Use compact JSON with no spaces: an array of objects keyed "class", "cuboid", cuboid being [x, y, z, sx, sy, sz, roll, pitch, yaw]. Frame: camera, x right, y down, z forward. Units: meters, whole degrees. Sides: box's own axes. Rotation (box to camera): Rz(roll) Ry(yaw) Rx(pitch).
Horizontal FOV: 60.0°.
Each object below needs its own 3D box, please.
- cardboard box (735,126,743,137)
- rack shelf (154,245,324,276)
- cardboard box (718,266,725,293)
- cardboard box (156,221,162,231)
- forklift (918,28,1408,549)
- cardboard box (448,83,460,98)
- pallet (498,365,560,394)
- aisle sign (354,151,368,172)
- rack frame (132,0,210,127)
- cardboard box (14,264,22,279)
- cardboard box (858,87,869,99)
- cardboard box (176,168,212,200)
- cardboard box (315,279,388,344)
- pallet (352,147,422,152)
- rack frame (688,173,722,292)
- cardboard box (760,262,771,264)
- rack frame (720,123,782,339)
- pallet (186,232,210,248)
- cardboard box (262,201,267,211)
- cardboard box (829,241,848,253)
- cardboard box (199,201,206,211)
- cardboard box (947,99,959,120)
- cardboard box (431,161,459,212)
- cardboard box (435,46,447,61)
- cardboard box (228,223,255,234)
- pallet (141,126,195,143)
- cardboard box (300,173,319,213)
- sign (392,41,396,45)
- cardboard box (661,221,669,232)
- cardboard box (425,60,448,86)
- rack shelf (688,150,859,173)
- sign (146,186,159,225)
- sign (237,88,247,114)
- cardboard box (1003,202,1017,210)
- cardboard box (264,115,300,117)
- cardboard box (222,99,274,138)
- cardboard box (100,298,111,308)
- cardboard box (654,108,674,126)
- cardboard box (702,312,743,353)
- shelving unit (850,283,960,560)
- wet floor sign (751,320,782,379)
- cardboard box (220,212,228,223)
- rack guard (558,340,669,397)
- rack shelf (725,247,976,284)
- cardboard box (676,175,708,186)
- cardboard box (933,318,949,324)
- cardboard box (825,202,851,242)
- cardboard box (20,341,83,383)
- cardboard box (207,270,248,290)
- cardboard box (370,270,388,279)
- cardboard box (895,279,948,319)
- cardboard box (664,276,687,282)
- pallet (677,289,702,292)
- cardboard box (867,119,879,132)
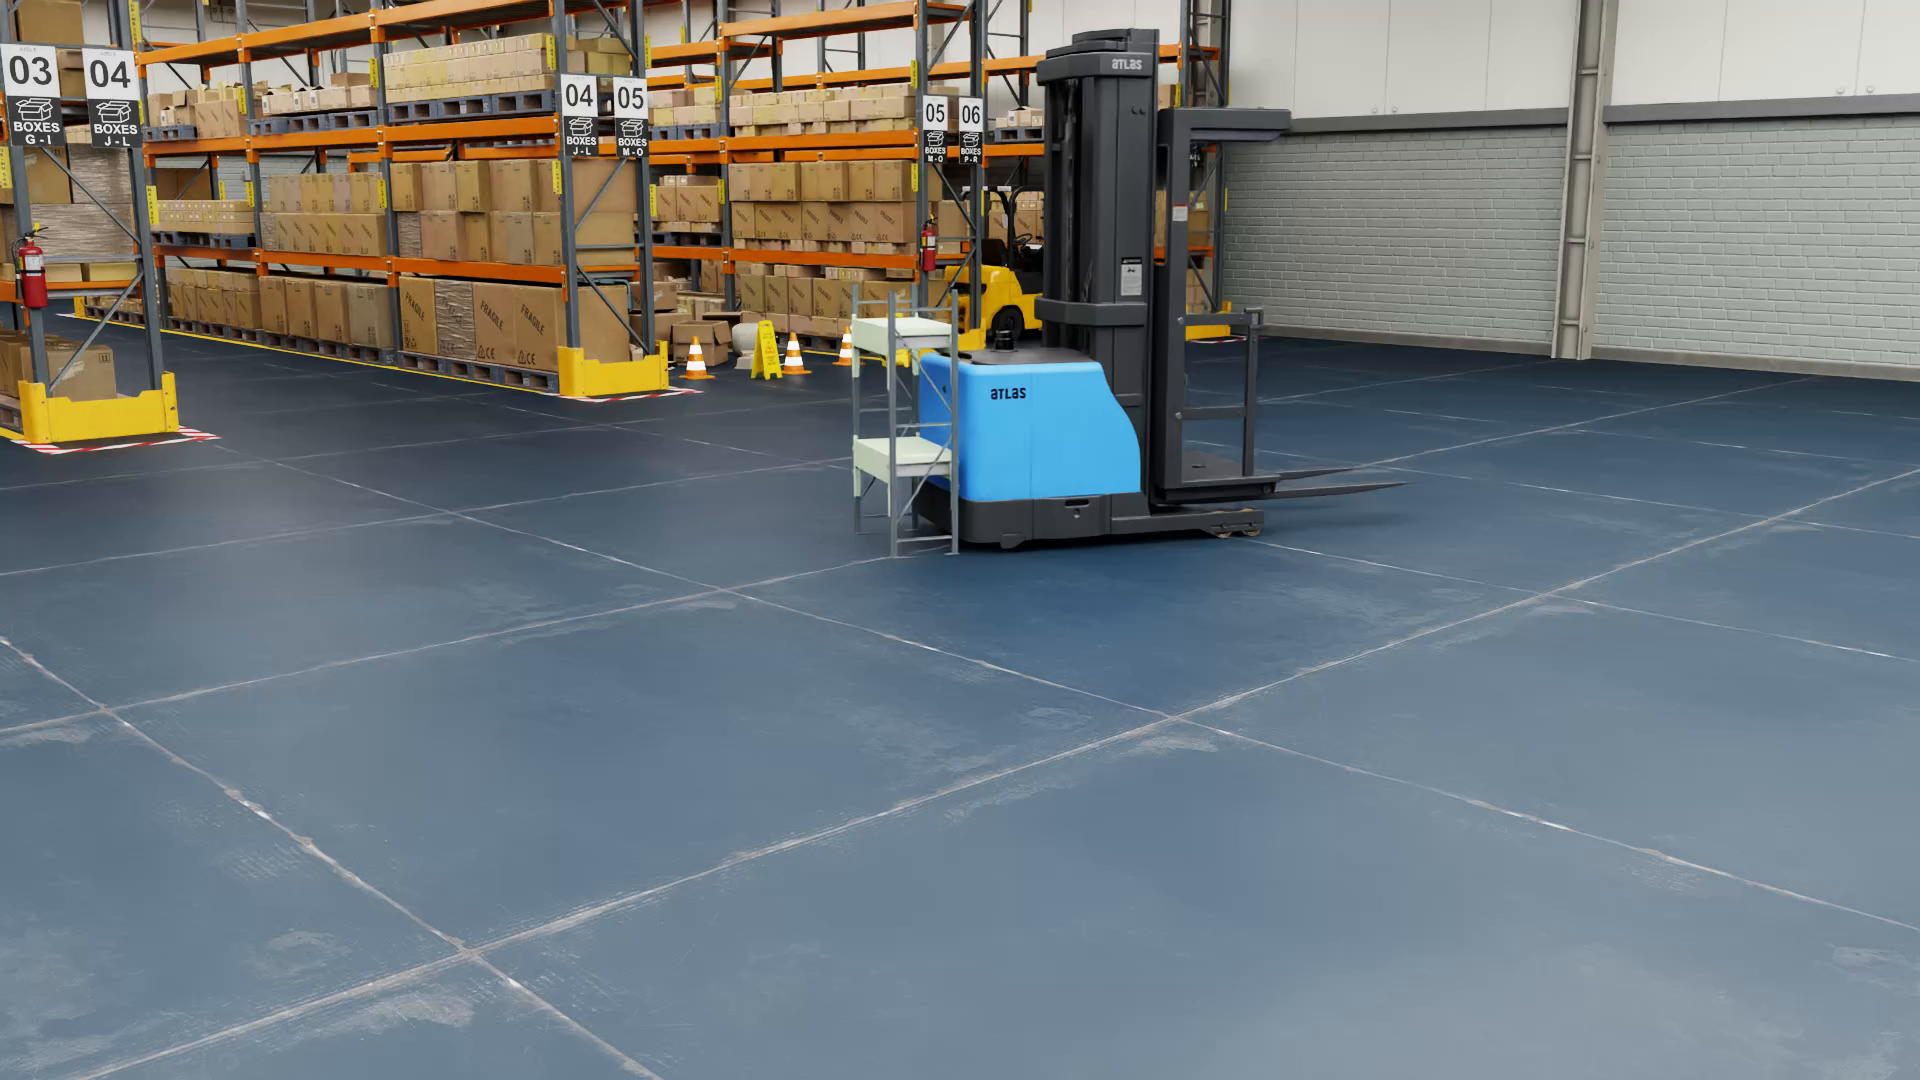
[{"class":"cardboard box","cuboid":[-2.856,-5.588,22.788,0.380,0.149,0.250,-11,16,-43]},{"class":"rack shelf","cuboid":[-10.548,-4.141,24.359,1.077,0.370,4.000,-11,16,-43]},{"class":"cardboard box","cuboid":[-4.286,-4.985,31.828,0.500,0.500,0.500,-11,16,-43]},{"class":"cardboard box","cuboid":[-11.794,-4.706,24.904,0.380,0.149,0.250,-11,16,-42]},{"class":"forklift","cuboid":[1.312,-1.542,10.133,3.031,2.935,1.130,-4,12,-19]},{"class":"cardboard box","cuboid":[-5.349,-4.896,18.141,0.380,0.149,0.250,-11,16,-42]},{"class":"pallet","cuboid":[-4.251,-1.774,17.998,1.003,0.211,1.213,-11,16,-43]},{"class":"aisle sign","cuboid":[-11.441,-7.317,31.549,0.394,0.787,0.004,-11,16,-43]},{"class":"rack frame","cuboid":[-11.929,-7.723,25.098,1.000,3.000,0.127,-11,16,-43]},{"class":"cardboard box","cuboid":[-7.818,-2.284,14.185,0.380,0.149,0.250,-11,16,-43]},{"class":"cardboard box","cuboid":[-1.057,-5.605,20.896,0.380,0.149,0.250,-11,16,-42]},{"class":"cardboard box","cuboid":[-12.065,-5.569,26.047,0.500,0.500,0.500,-10,16,-41]},{"class":"cardboard box","cuboid":[-7.562,-2.941,21.286,1.050,0.750,0.750,-11,16,-43]},{"class":"pallet","cuboid":[-10.662,-7.392,31.144,1.003,0.211,1.213,-11,16,-43]},{"class":"rack frame","cuboid":[-4.832,-6.182,32.483,1.000,3.000,0.127,-11,16,-43]},{"class":"cardboard box","cuboid":[-3.489,-5.131,30.931,0.250,0.149,0.380,11,16,42]},{"class":"rack frame","cuboid":[-2.894,-4.322,23.456,1.000,3.000,0.127,-11,16,-43]},{"class":"pallet","cuboid":[-10.564,-4.391,24.264,1.003,0.211,1.213,-11,16,-43]},{"class":"cardboard box","cuboid":[-9.700,-4.745,23.617,0.380,0.149,0.250,-11,16,-43]},{"class":"cardboard box","cuboid":[-1.479,-3.817,21.627,0.380,0.149,0.250,-11,16,-43]},{"class":"cardboard box","cuboid":[-10.539,-4.733,23.556,0.380,0.149,0.250,-11,16,-43]},{"class":"cardboard box","cuboid":[-0.287,-5.390,20.841,0.500,0.250,0.500,-11,16,-44]},{"class":"cardboard box","cuboid":[-5.437,-3.999,18.841,0.875,0.550,0.550,-11,16,-43]},{"class":"cardboard box","cuboid":[-5.519,-5.323,18.238,0.380,0.149,0.250,-11,16,-43]},{"class":"cardboard box","cuboid":[-9.840,-4.292,22.891,0.380,0.149,0.250,-11,16,-42]},{"class":"pallet","cuboid":[-11.580,-6.057,24.910,1.213,0.211,1.003,-11,16,-43]},{"class":"cardboard box","cuboid":[-8.158,-4.525,21.715,0.700,0.500,0.500,-11,16,-43]},{"class":"sign","cuboid":[-10.779,-9.581,31.606,0.100,0.325,0.005,-11,16,-43]},{"class":"cardboard box","cuboid":[-4.144,-4.592,24.349,0.380,0.149,0.250,-11,16,-43]},{"class":"cardboard box","cuboid":[-5.571,-5.156,18.417,0.500,0.250,0.500,-11,16,-43]},{"class":"rack shelf","cuboid":[-3.450,-7.007,30.836,1.077,0.370,4.000,-11,16,-43]},{"class":"sign","cuboid":[-6.907,-2.857,14.199,0.100,0.325,0.005,-11,16,-43]},{"class":"sign","cuboid":[-9.561,-5.848,22.150,0.100,0.325,0.005,-11,16,-43]},{"class":"cardboard box","cuboid":[0.903,-5.260,26.154,0.380,0.149,0.250,-10,16,-41]},{"class":"cardboard box","cuboid":[-9.052,-5.731,22.195,0.250,0.149,0.380,11,16,43]},{"class":"cardboard box","cuboid":[-9.745,-5.767,22.790,0.500,0.500,0.500,-11,16,-43]},{"class":"cardboard box","cuboid":[-14.048,-3.942,27.638,0.380,0.149,0.250,-11,16,-42]},{"class":"cardboard box","cuboid":[-4.100,-6.138,24.166,0.500,0.250,0.500,-11,16,-42]},{"class":"cardboard box","cuboid":[-3.139,-2.753,22.029,0.500,0.500,0.500,-1,12,-4]},{"class":"shelving unit","cuboid":[-0.325,-0.709,9.638,0.431,1.500,0.755,-4,12,-19]},{"class":"wet floor sign","cuboid":[-2.190,-2.152,18.759,0.232,0.644,0.267,8,14,35]},{"class":"cardboard box","cuboid":[-10.023,-4.477,23.053,0.380,0.149,0.250,-10,15,-40]},{"class":"rack guard","cuboid":[-3.626,-1.806,17.438,1.175,0.500,0.348,-11,16,-43]},{"class":"rack shelf","cuboid":[-1.513,-3.678,22.112,1.077,0.370,4.000,-11,16,-43]},{"class":"cardboard box","cuboid":[-3.862,-5.175,23.962,0.250,0.149,0.380,11,16,43]},{"class":"cardboard box","cuboid":[-0.489,-2.754,21.616,0.500,0.250,0.500,-11,16,-43]},{"class":"cardboard box","cuboid":[-1.392,-4.121,21.495,0.500,0.500,0.500,-11,16,-43]},{"class":"cardboard box","cuboid":[-8.156,-1.515,14.984,0.500,0.500,0.500,-6,13,-28]},{"class":"cardboard box","cuboid":[-10.525,-3.762,24.032,0.500,0.250,0.500,-10,16,-41]},{"class":"cardboard box","cuboid":[-10.653,-4.942,31.773,0.875,0.438,0.875,11,16,43]},{"class":"cardboard box","cuboid":[-0.506,-3.124,21.557,0.500,0.500,0.500,11,16,43]},{"class":"cardboard box","cuboid":[-5.675,-5.141,33.165,0.396,0.266,0.258,-10,15,-41]},{"class":"pallet","cuboid":[-5.305,-4.916,33.252,1.003,0.211,1.213,-11,16,-43]},{"class":"cardboard box","cuboid":[-0.935,-5.173,20.774,0.380,0.149,0.250,-10,15,-41]}]
